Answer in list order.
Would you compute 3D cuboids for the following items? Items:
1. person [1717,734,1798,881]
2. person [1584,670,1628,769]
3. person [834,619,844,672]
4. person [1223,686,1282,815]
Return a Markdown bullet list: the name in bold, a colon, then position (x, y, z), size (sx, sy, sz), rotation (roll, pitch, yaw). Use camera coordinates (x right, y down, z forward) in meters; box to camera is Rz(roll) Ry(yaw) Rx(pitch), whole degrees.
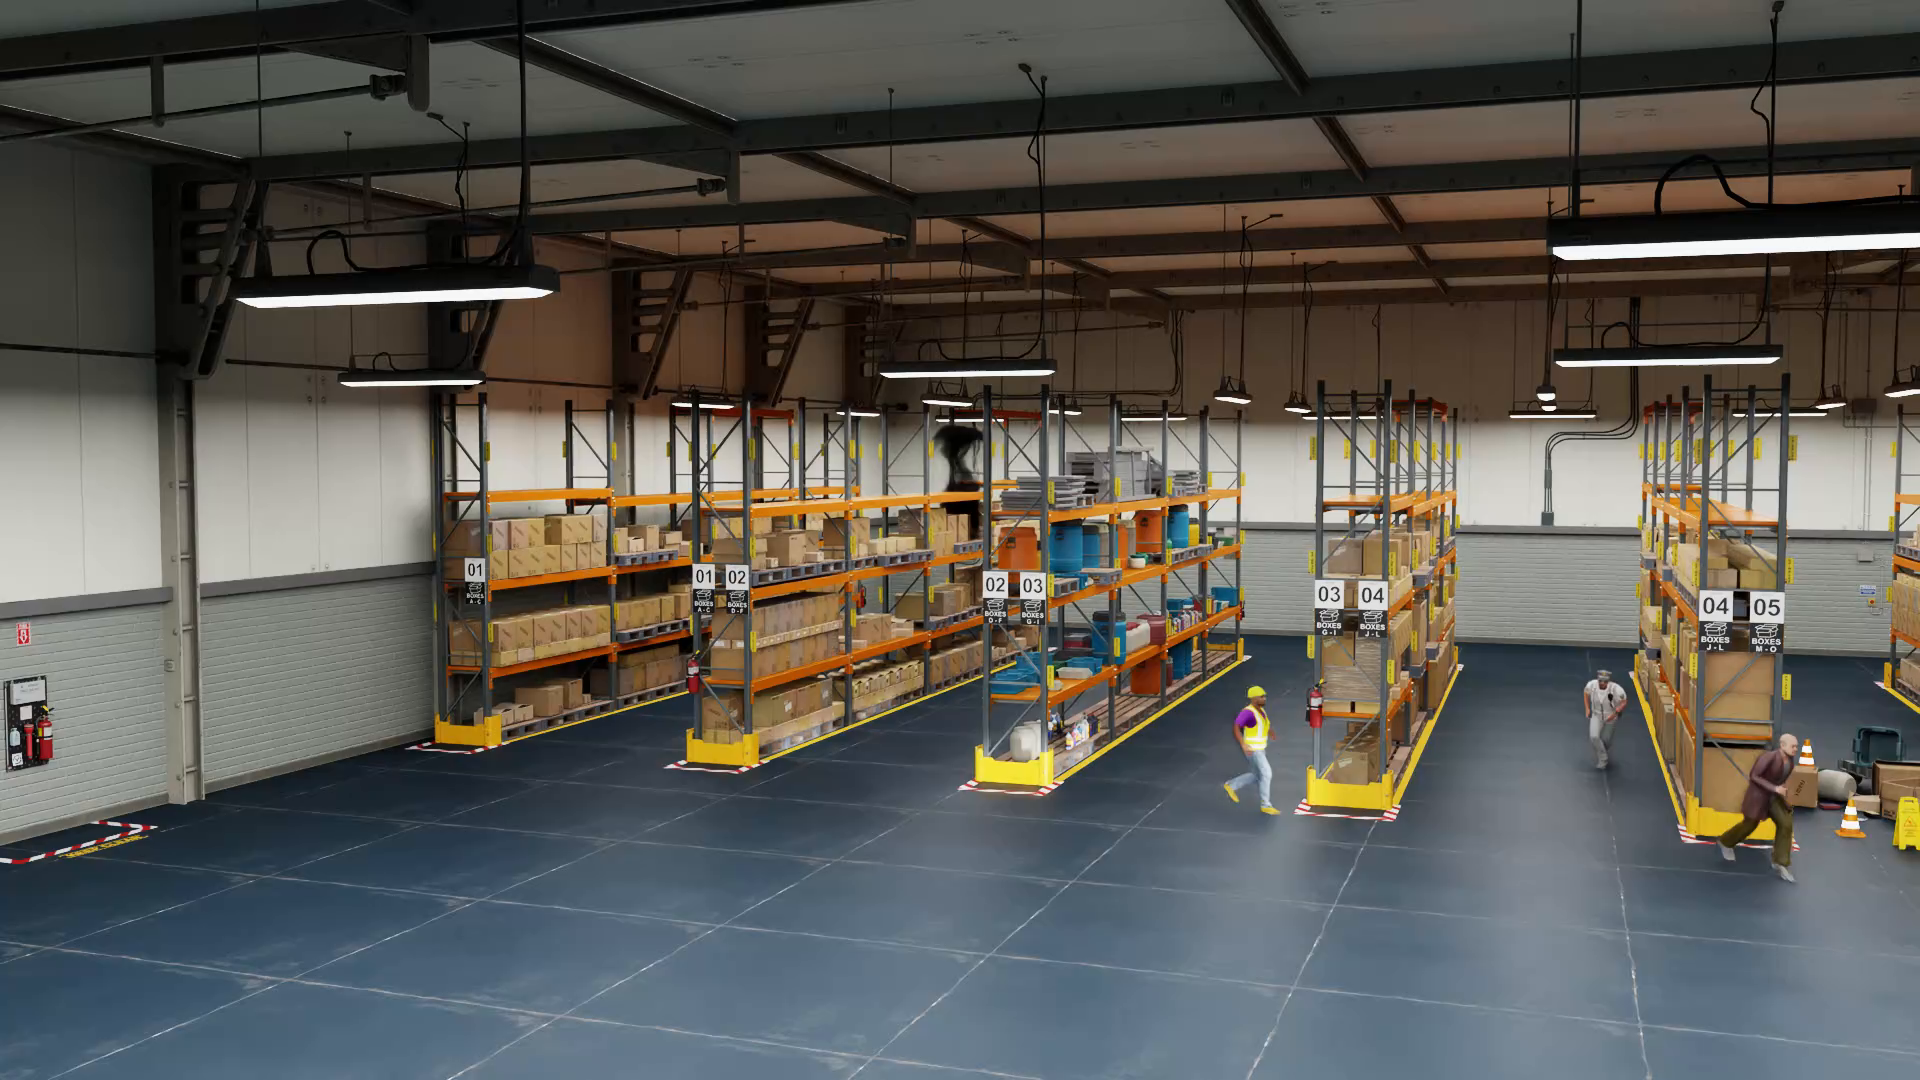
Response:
- **person**: position (9.519, 3.121, 19.830), size (0.753, 1.745, 1.070), rotation (-2, 3, -28)
- **person**: position (10.300, 2.831, 26.497), size (0.670, 1.602, 1.071), rotation (2, 4, 30)
- **person**: position (-2.781, 2.315, 36.867), size (0.636, 1.452, 0.862), rotation (0, 3, 4)
- **person**: position (4.069, 2.912, 23.120), size (0.851, 1.765, 0.732), rotation (1, 3, 26)
